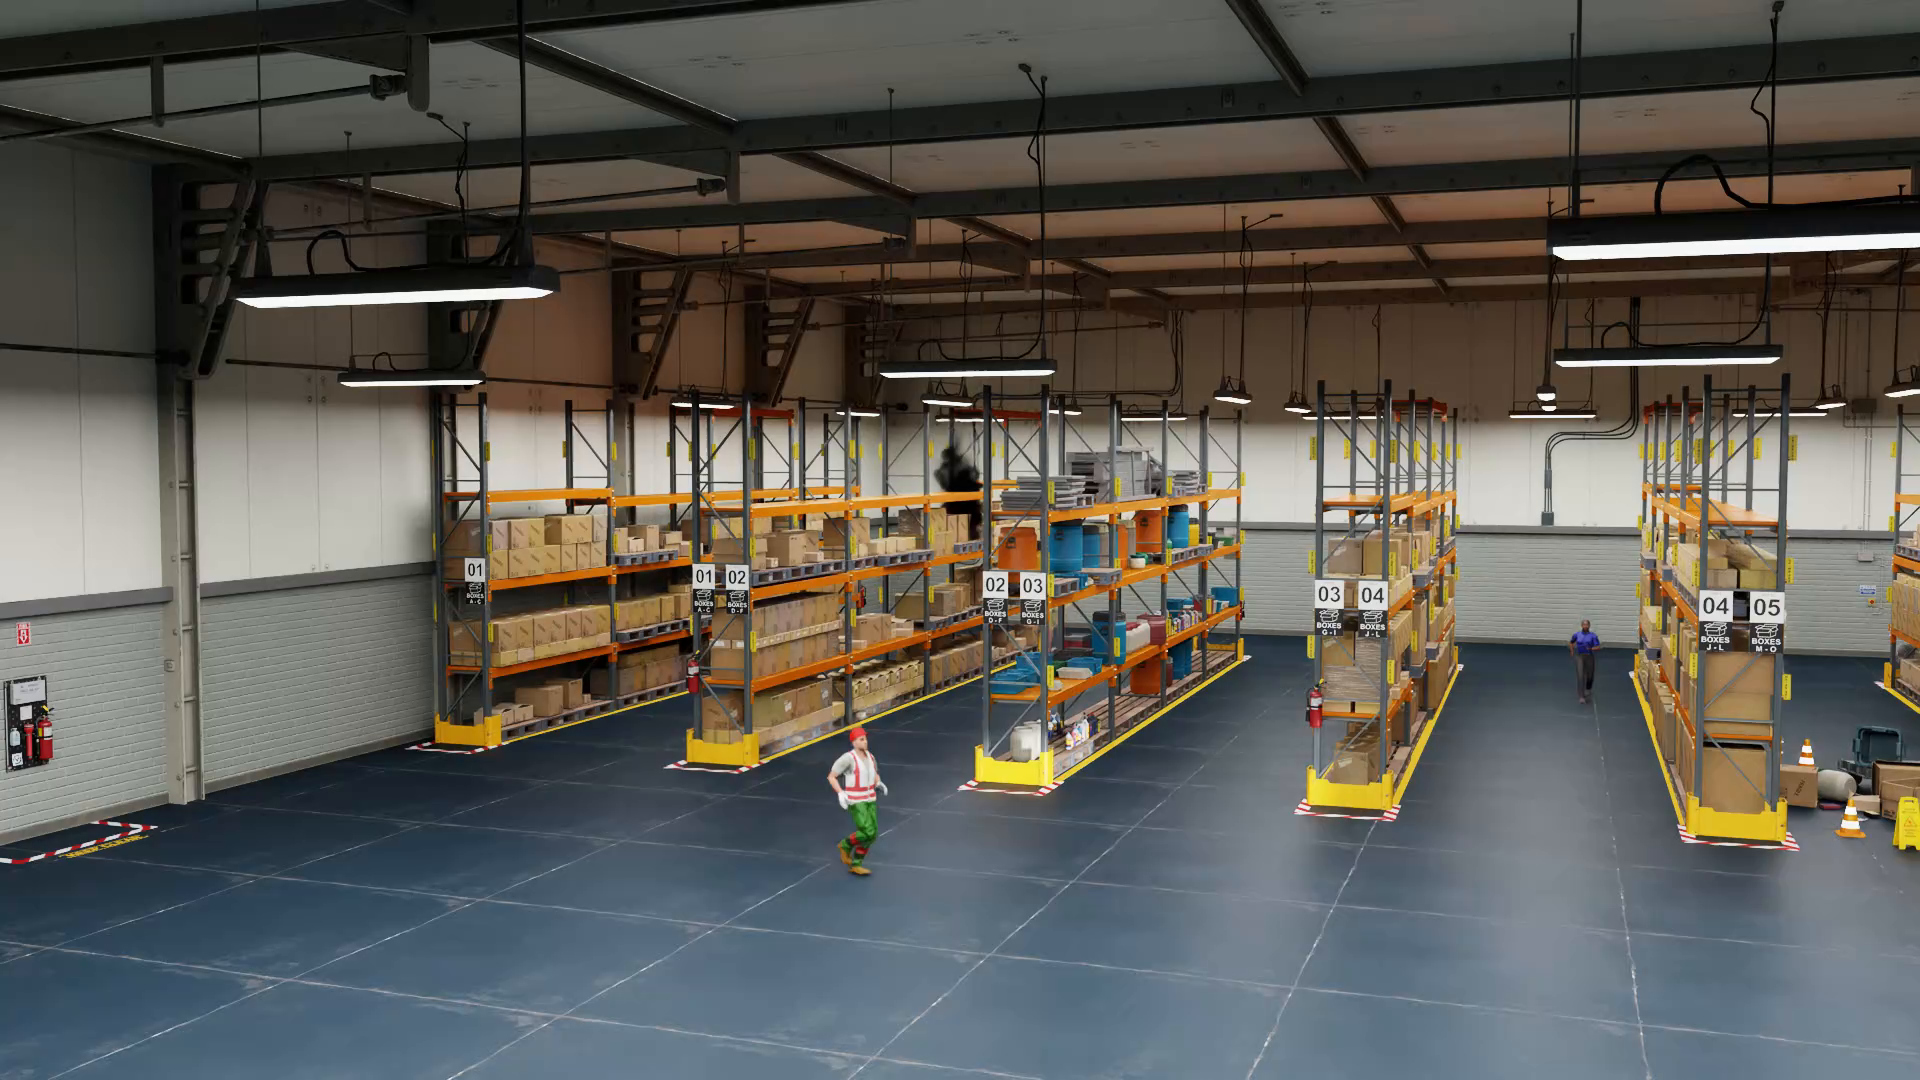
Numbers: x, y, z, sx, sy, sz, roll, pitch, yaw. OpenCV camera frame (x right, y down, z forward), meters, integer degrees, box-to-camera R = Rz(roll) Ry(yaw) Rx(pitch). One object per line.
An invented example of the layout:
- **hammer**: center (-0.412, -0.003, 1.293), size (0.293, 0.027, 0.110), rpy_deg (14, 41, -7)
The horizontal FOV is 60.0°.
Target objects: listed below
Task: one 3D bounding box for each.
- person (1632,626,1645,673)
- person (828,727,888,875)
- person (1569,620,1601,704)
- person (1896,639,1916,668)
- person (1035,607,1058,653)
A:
- **person**: center (15.634, 2.153, 37.576), size (0.789, 1.780, 0.754), rpy_deg (0, 3, 2)
- **person**: center (-1.146, 3.085, 19.622), size (0.582, 1.737, 0.665), rpy_deg (3, 4, 40)
- **person**: center (12.457, 2.401, 33.155), size (0.583, 1.633, 0.904), rpy_deg (1, 3, 19)
- **person**: center (20.655, 2.225, 36.279), size (0.701, 1.753, 0.689), rpy_deg (2, 4, 31)
- **person**: center (1.889, 1.969, 36.200), size (0.571, 1.653, 0.724), rpy_deg (1, 3, 11)
